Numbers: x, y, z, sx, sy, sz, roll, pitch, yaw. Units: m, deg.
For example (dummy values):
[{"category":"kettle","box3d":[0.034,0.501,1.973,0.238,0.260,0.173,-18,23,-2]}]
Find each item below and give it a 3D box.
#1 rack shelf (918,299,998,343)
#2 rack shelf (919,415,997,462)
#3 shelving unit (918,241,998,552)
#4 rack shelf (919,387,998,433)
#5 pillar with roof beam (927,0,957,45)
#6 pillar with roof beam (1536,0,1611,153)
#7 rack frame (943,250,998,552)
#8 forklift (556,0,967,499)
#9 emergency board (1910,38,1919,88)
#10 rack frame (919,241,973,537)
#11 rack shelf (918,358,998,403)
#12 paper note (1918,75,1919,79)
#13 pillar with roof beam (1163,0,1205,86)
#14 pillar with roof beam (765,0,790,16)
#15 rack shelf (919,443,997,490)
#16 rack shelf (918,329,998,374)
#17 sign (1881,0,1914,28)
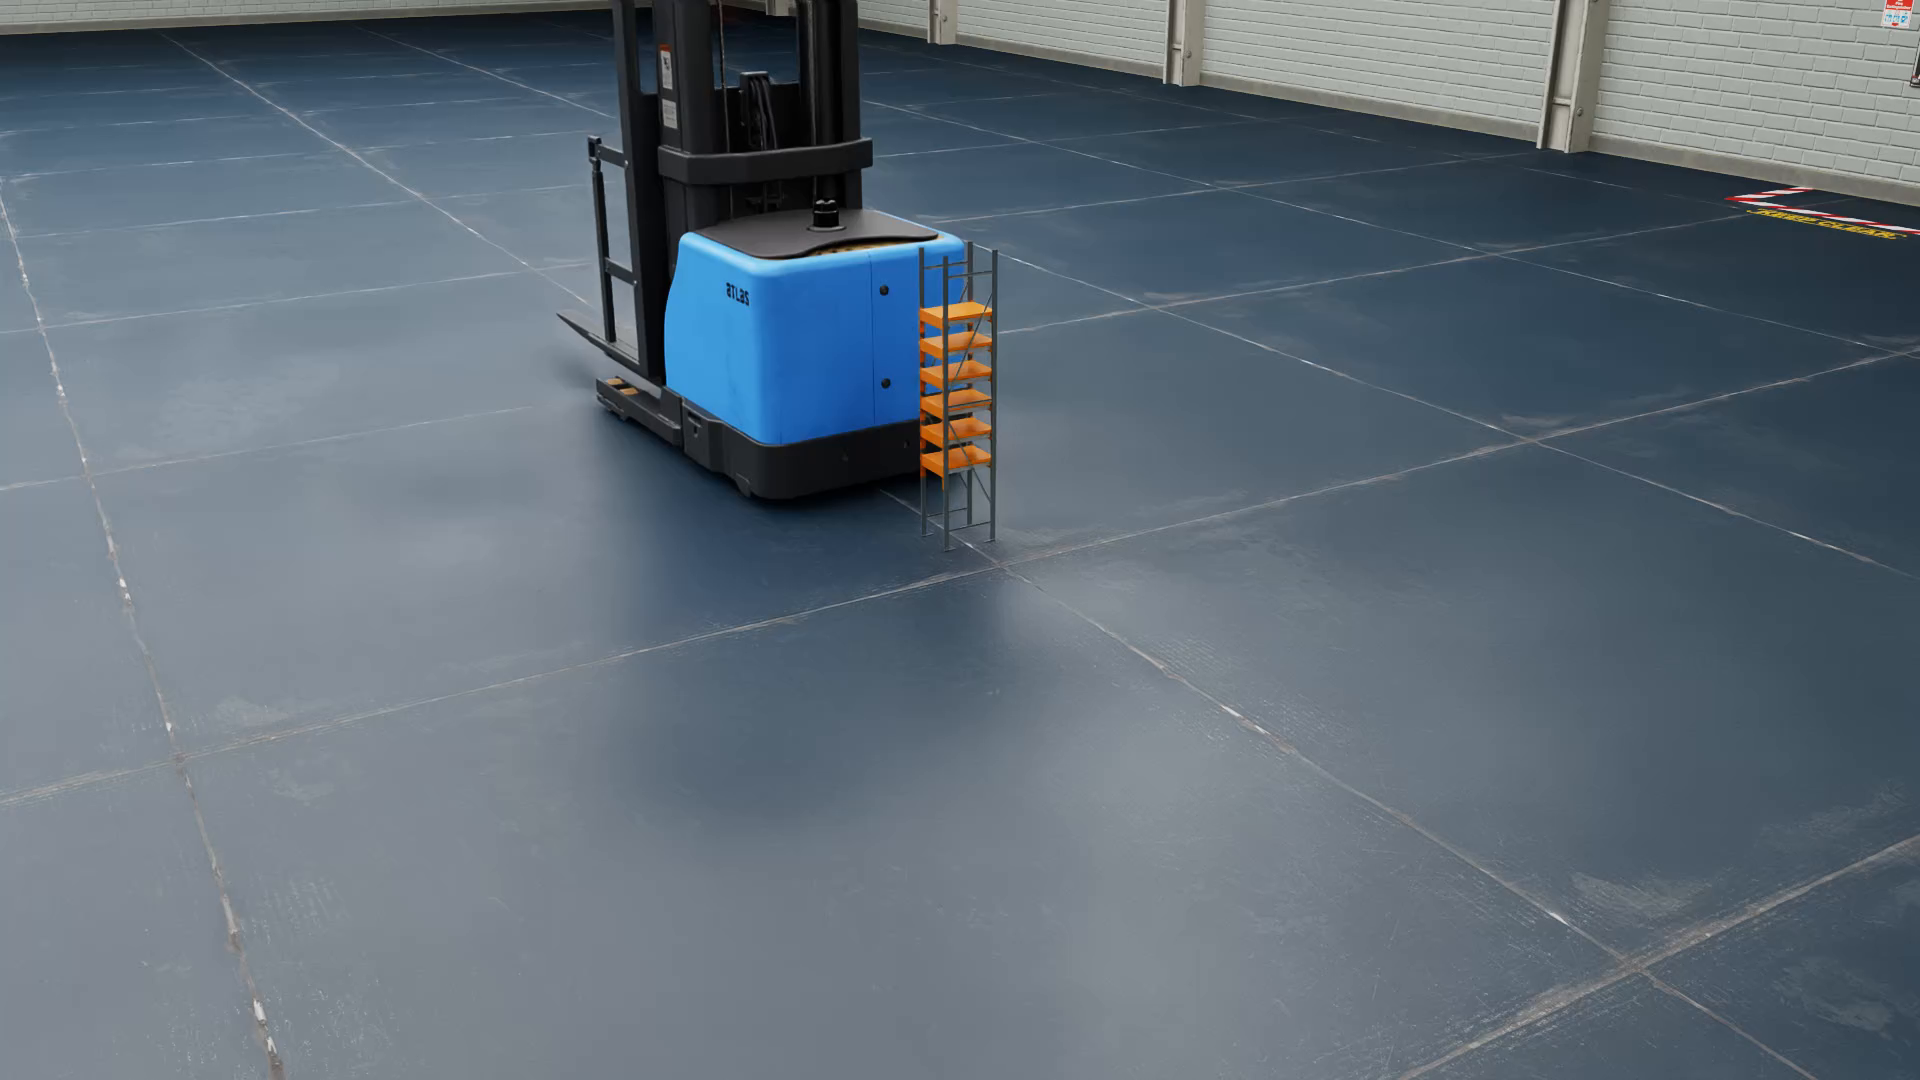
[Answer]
[{"category":"rack shelf","box3d":[-0.007,-0.853,6.478,0.258,0.103,0.180,-13,25,-28]},{"category":"rack shelf","box3d":[-0.007,-0.408,6.659,0.258,0.103,0.180,-13,25,-28]},{"category":"shelving unit","box3d":[-0.007,-0.561,6.597,0.258,1.200,0.189,-13,25,-28]},{"category":"rack shelf","box3d":[-0.007,-0.519,6.614,0.258,0.103,0.180,-13,25,-28]},{"category":"pillar with roof beam","box3d":[-3.972,-11.024,21.983,9.100,9.000,0.400,-13,25,-28]},{"category":"pillar with roof beam","box3d":[2.157,-7.139,12.426,9.100,9.000,0.400,-13,25,-28]},{"category":"rack frame","box3d":[0.039,-0.531,6.524,0.240,1.200,0.006,-13,25,-28]},{"category":"forklift","box3d":[-1.182,-2.033,7.920,1.130,2.935,3.031,-14,26,-30]},{"category":"emergency board","box3d":[7.705,-4.060,12.816,0.157,1.169,0.626,-13,25,-28]},{"category":"rack frame","box3d":[-0.054,-0.590,6.670,0.240,1.200,0.006,-13,25,-28]},{"category":"rack shelf","box3d":[-0.007,-0.631,6.569,0.258,0.103,0.180,-13,25,-28]},{"category":"paper note","box3d":[7.663,-3.716,13.140,0.016,0.148,0.142,-13,25,-28]},{"category":"pillar with roof beam","box3d":[-0.907,-9.082,17.204,9.100,9.000,0.400,-13,25,-28]},{"category":"pillar with roof beam","box3d":[-7.037,-12.966,26.761,9.100,9.000,0.400,-13,25,-28]},{"category":"rack shelf","box3d":[-0.007,-0.297,6.704,0.258,0.103,0.180,-13,25,-28]},{"category":"rack shelf","box3d":[-0.007,-0.742,6.523,0.258,0.103,0.180,-13,25,-28]},{"category":"sign","box3d":[7.500,-4.269,13.283,0.001,0.329,0.234,-13,25,-28]}]
